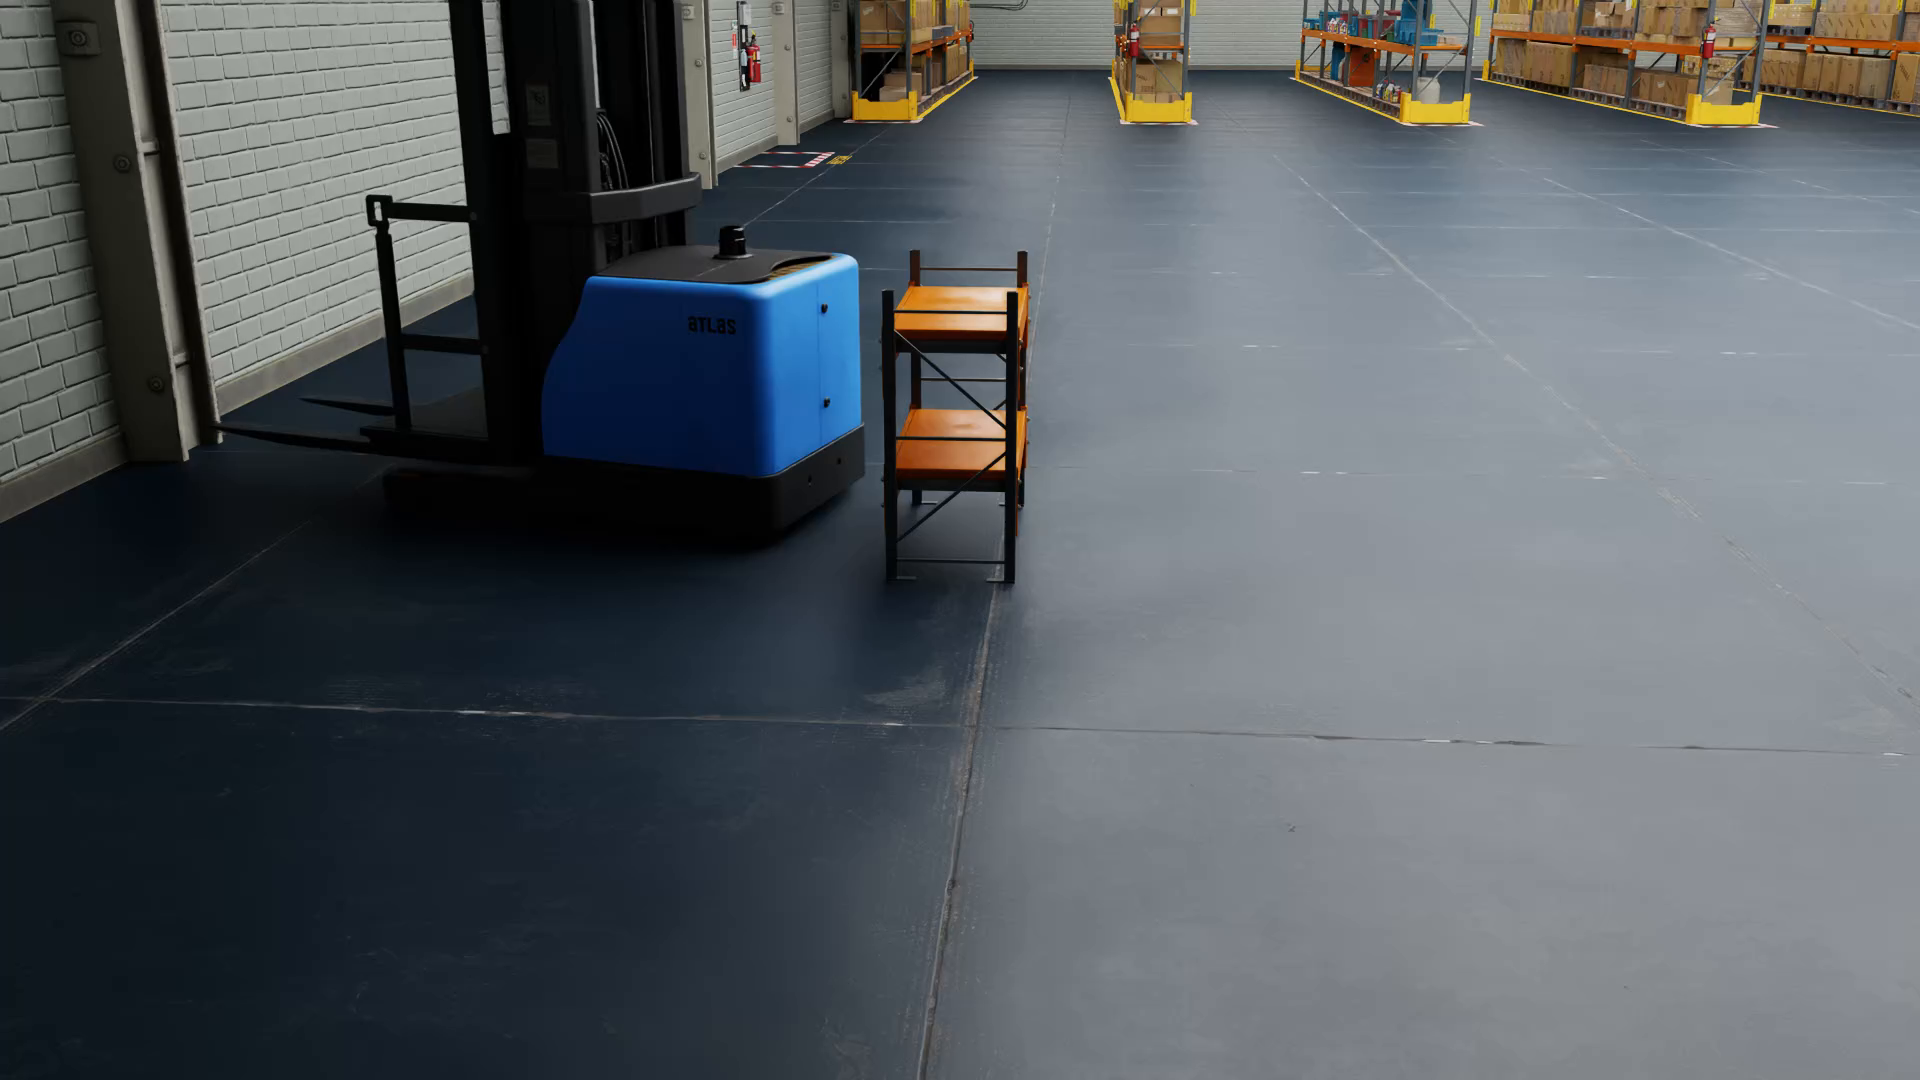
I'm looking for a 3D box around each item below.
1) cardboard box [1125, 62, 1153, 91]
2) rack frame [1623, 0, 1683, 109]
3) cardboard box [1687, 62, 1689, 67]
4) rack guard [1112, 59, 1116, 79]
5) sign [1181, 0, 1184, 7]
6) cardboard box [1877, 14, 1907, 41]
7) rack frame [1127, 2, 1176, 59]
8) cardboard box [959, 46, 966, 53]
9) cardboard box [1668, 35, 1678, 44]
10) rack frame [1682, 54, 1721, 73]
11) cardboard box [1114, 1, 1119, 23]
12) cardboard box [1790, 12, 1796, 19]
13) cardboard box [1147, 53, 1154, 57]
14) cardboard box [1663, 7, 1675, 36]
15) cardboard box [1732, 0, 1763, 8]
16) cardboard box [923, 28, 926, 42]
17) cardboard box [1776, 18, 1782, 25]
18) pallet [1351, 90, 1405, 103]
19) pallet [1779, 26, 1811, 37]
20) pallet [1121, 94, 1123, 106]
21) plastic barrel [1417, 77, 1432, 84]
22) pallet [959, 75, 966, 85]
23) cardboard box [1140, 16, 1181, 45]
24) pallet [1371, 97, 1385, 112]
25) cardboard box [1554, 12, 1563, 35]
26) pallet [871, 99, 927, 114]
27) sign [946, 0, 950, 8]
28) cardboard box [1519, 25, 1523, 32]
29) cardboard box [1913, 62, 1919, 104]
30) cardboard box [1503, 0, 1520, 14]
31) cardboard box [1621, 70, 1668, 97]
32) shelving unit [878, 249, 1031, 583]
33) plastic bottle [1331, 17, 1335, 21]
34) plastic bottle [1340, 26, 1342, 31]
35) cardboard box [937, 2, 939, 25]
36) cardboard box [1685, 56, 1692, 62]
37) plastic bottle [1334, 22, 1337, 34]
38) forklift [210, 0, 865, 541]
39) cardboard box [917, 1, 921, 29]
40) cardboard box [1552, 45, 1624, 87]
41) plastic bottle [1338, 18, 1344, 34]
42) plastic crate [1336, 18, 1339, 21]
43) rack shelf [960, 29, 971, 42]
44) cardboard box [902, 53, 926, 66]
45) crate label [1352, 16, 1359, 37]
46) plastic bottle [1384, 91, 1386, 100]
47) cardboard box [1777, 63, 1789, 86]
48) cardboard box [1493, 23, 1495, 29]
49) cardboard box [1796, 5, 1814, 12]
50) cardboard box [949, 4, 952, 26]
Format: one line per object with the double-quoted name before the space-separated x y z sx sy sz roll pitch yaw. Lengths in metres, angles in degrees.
"cardboard box" 3.358 -8.713 31.234 0.500 0.500 0.500 1 18 4
"rack frame" 13.727 -10.000 32.623 1.000 3.000 0.127 1 18 4
"cardboard box" 19.234 -12.414 43.417 0.380 0.149 0.250 2 18 6
"rack guard" 4.701 -12.737 44.993 1.175 0.500 0.348 1 18 4
"sign" 4.400 -10.659 33.118 0.100 0.325 0.005 1 18 4
"cardboard box" 18.438 -10.073 32.687 0.500 0.500 0.500 1 18 4
"rack frame" 3.846 -10.222 33.301 1.000 3.000 0.127 1 18 4
"cardboard box" -0.030 -13.035 44.186 0.380 0.149 0.250 2 18 5
"cardboard box" 13.258 -9.199 30.584 0.380 0.149 0.250 1 18 4
"rack frame" 19.527 -13.584 43.563 1.000 3.000 0.127 1 18 4
"cardboard box" 4.163 -12.811 40.369 0.700 0.500 0.500 -5 19 -15
"cardboard box" 18.552 -11.568 36.661 0.380 0.149 0.250 2 18 6
"cardboard box" 4.913 -12.796 44.464 0.500 0.500 0.500 1 18 4
"cardboard box" 13.550 -9.584 30.715 0.875 0.500 0.500 1 18 4
"cardboard box" 13.751 -9.586 29.117 0.500 0.500 0.500 1 18 4
"cardboard box" -0.926 -9.648 31.760 0.500 0.250 0.500 1 18 4
"cardboard box" 18.607 -11.661 37.424 0.380 0.149 0.250 0 18 1
"pallet" 8.889 -9.410 35.301 1.003 0.211 1.213 1 18 4
"pallet" 18.899 -11.232 36.693 1.213 0.211 1.003 1 18 4
"pallet" 3.860 -9.127 34.437 1.003 0.211 1.213 1 18 4
"plastic barrel" 8.507 -8.247 30.595 0.421 0.512 0.421 0 18 0
"pallet" -0.389 -11.725 42.368 1.003 0.211 1.213 1 18 4
"cardboard box" 3.606 -9.172 29.936 0.700 0.500 0.500 1 18 4
"pallet" 8.697 -8.577 32.761 1.003 0.211 1.213 1 18 4
"cardboard box" 13.878 -11.764 37.848 0.500 0.500 0.500 1 18 2
"pallet" -1.192 -8.417 32.271 1.003 0.211 1.213 1 18 4
"sign" -0.266 -12.077 37.231 0.100 0.325 0.005 1 18 4
"cardboard box" 14.032 -12.627 41.044 0.380 0.149 0.250 1 18 3
"cardboard box" 18.491 -8.574 31.009 0.875 0.875 0.875 1 18 4
"cardboard box" 14.217 -13.694 42.455 0.500 0.500 0.500 1 18 2
"cardboard box" 13.792 -9.211 33.524 0.700 0.500 0.500 0 18 0
"shelving unit" 0.000 -0.537 6.754 0.538 1.125 1.048 1 18 4
"plastic bottle" 9.009 -12.457 40.201 0.144 0.351 0.185 1 18 4
"plastic bottle" 8.769 -11.712 38.168 0.097 0.201 0.097 0 18 0
"cardboard box" -0.832 -11.684 36.897 0.700 0.500 0.500 -1 18 -3
"cardboard box" 19.151 -12.557 43.376 0.380 0.149 0.250 0 18 1
"plastic bottle" 8.828 -12.003 38.945 0.097 0.271 0.097 0 18 0
"forklift" -2.006 -1.653 7.261 3.031 2.935 1.130 7 19 19
"cardboard box" -1.002 -9.678 30.647 0.500 0.500 0.500 1 18 4
"cardboard box" 14.084 -10.646 37.333 1.225 0.875 0.875 0 18 1
"plastic bottle" 8.812 -11.868 38.403 0.144 0.351 0.185 1 18 4
"plastic crate" 9.653 -13.037 41.987 0.437 0.282 0.530 1 18 4
"rack shelf" -0.378 -13.095 43.226 1.077 0.370 4.000 1 18 4
"cardboard box" -0.997 -10.236 35.449 0.500 0.250 0.500 1 18 2
"crate label" 8.733 -11.067 35.823 0.502 0.435 0.616 1 18 4
"plastic bottle" 8.258 -8.602 32.145 0.097 0.201 0.097 0 18 0
"cardboard box" 18.781 -10.483 37.438 0.500 0.500 0.500 2 18 6
"cardboard box" 14.233 -13.504 43.722 0.380 0.149 0.250 1 18 5
"cardboard box" 18.532 -11.625 36.358 0.380 0.149 0.250 1 18 2
"cardboard box" -0.471 -12.080 38.301 0.500 0.500 0.500 2 18 6
